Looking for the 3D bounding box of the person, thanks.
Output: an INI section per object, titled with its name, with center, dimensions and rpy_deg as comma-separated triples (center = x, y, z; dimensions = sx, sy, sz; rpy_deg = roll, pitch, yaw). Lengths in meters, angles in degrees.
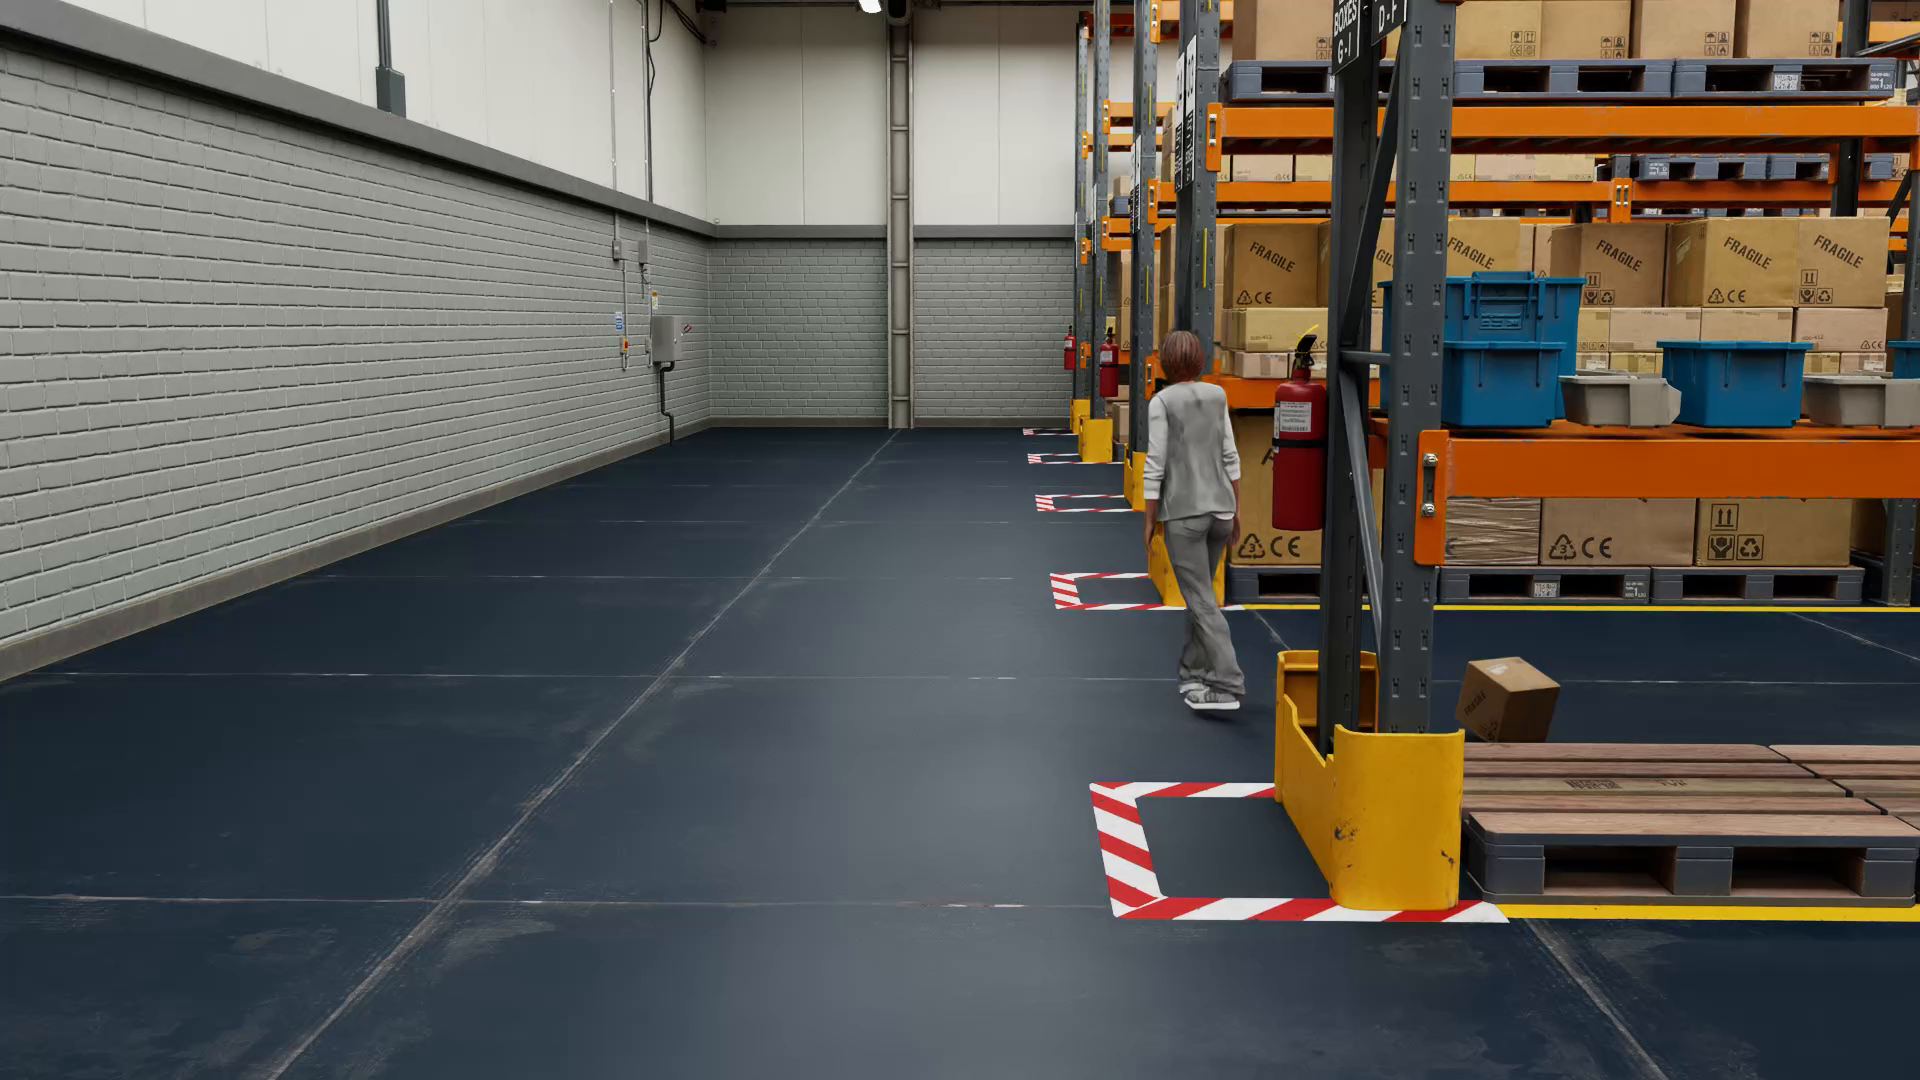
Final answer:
[person]
center = 0.986, -0.065, 6.963
dimensions = 0.457, 1.612, 0.657
rpy_deg = -4, 9, -29
